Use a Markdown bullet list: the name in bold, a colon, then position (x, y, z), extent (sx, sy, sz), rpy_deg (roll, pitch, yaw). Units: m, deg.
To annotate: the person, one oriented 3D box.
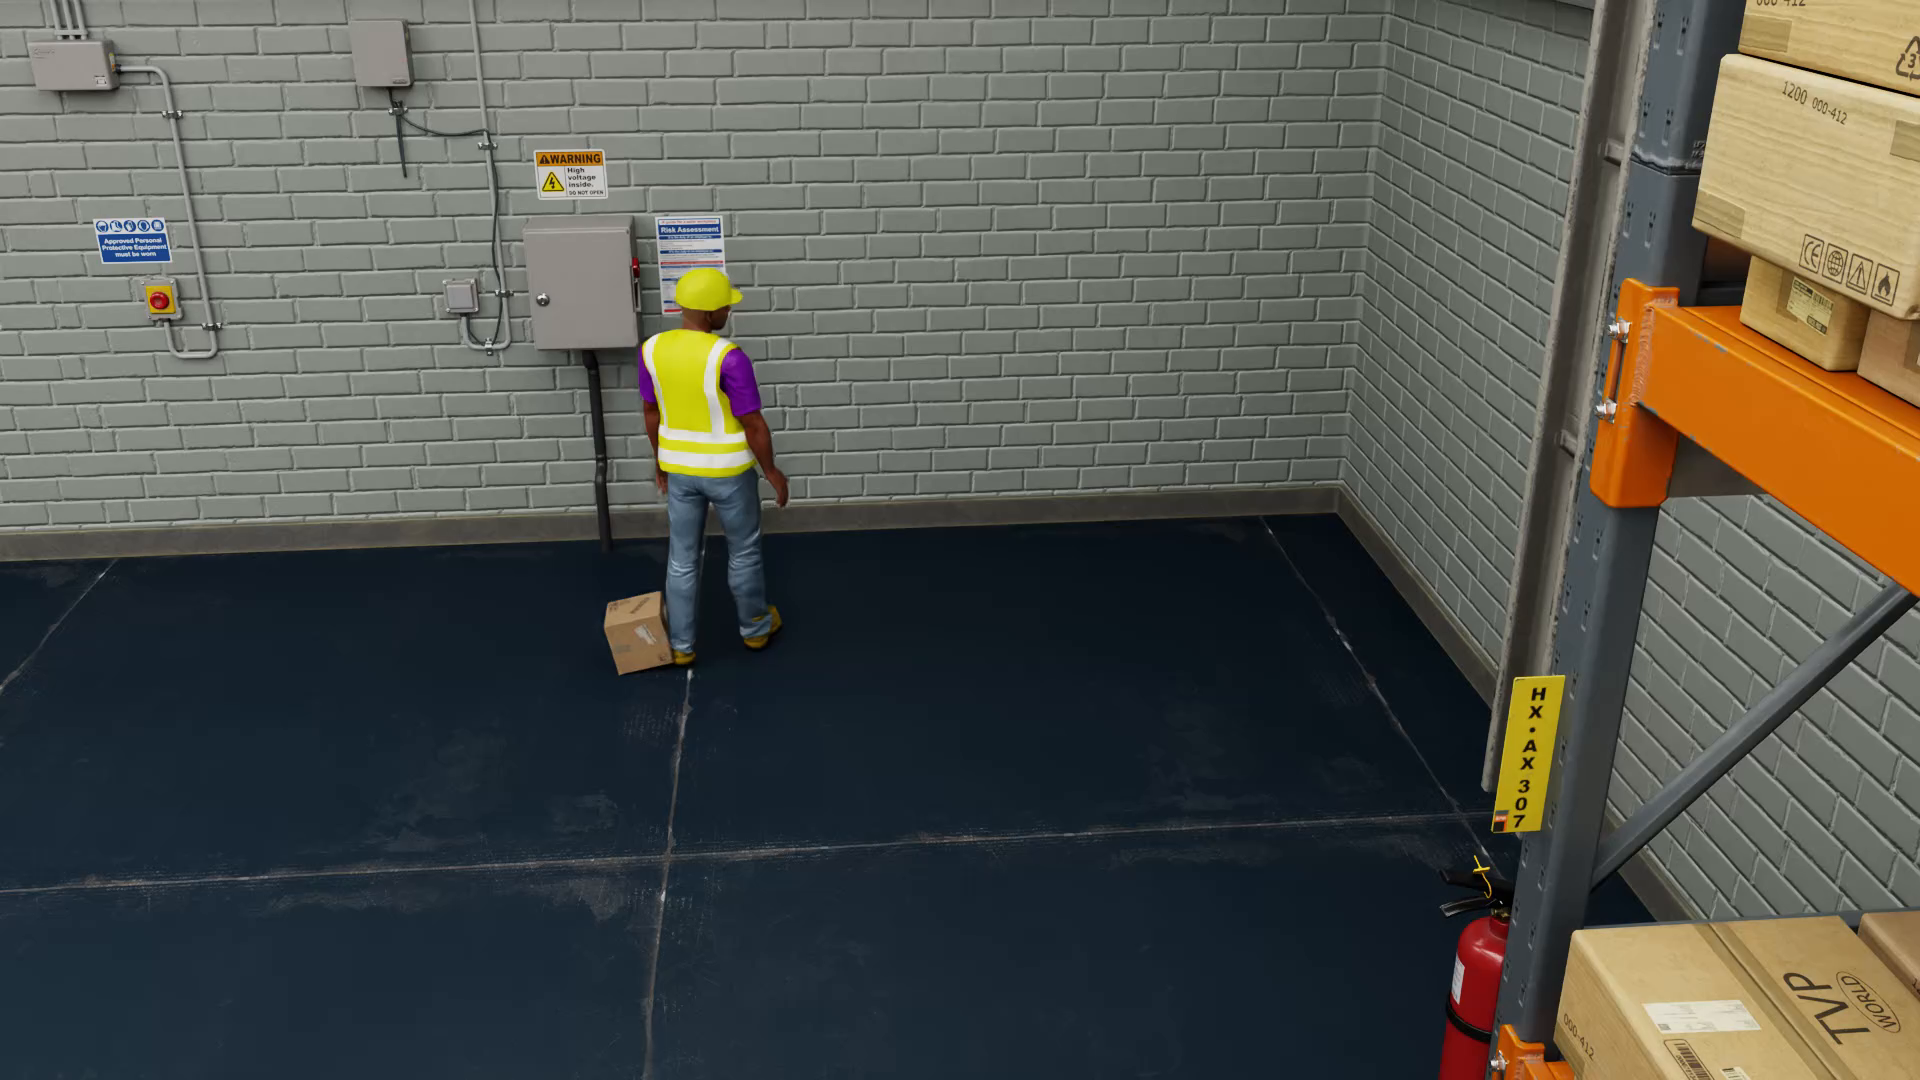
- **person**: position (-1.052, -0.332, 7.269), extent (0.654, 1.763, 0.570), rpy_deg (8, 25, 18)
